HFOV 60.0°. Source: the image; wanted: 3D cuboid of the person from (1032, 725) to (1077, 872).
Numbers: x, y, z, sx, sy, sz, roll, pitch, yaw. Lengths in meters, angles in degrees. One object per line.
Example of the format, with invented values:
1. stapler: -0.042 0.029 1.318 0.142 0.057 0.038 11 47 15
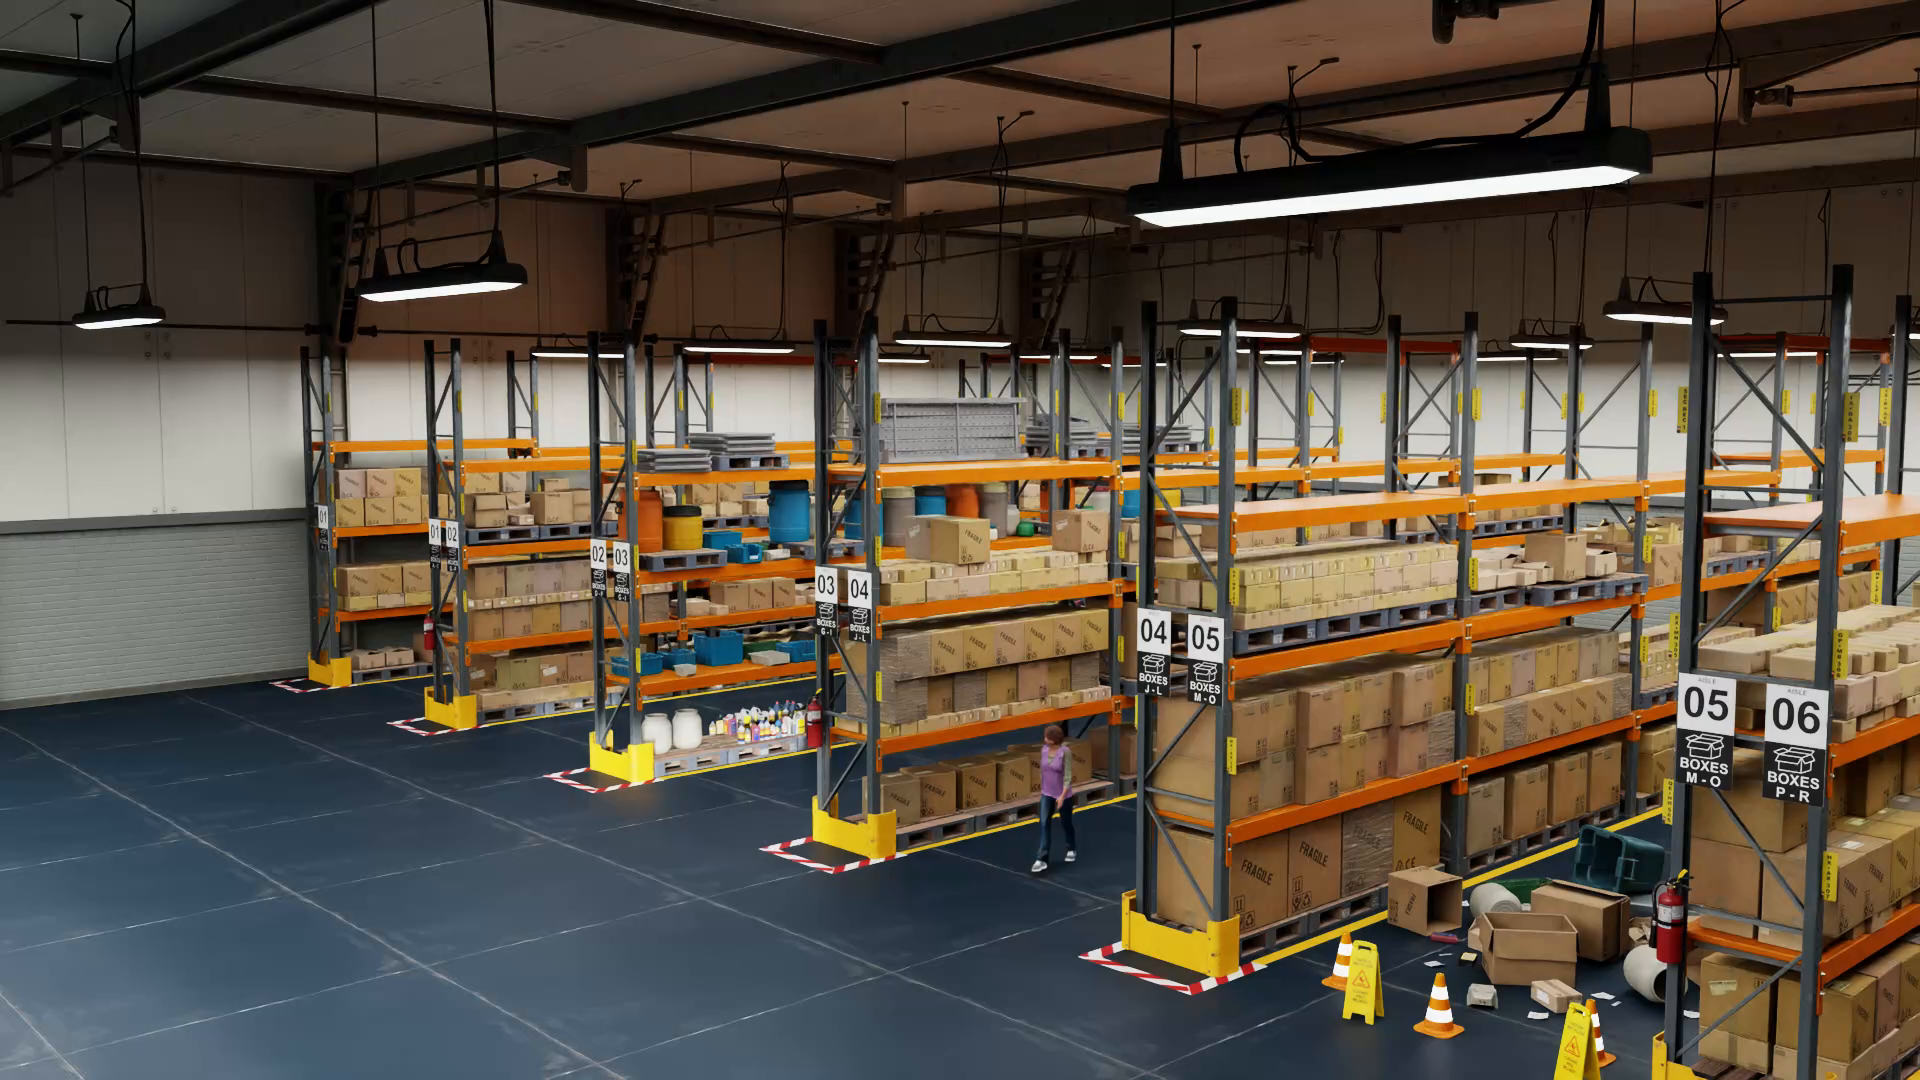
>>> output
1. person: 1.013 2.801 18.048 0.442 1.519 0.910 3 6 27
